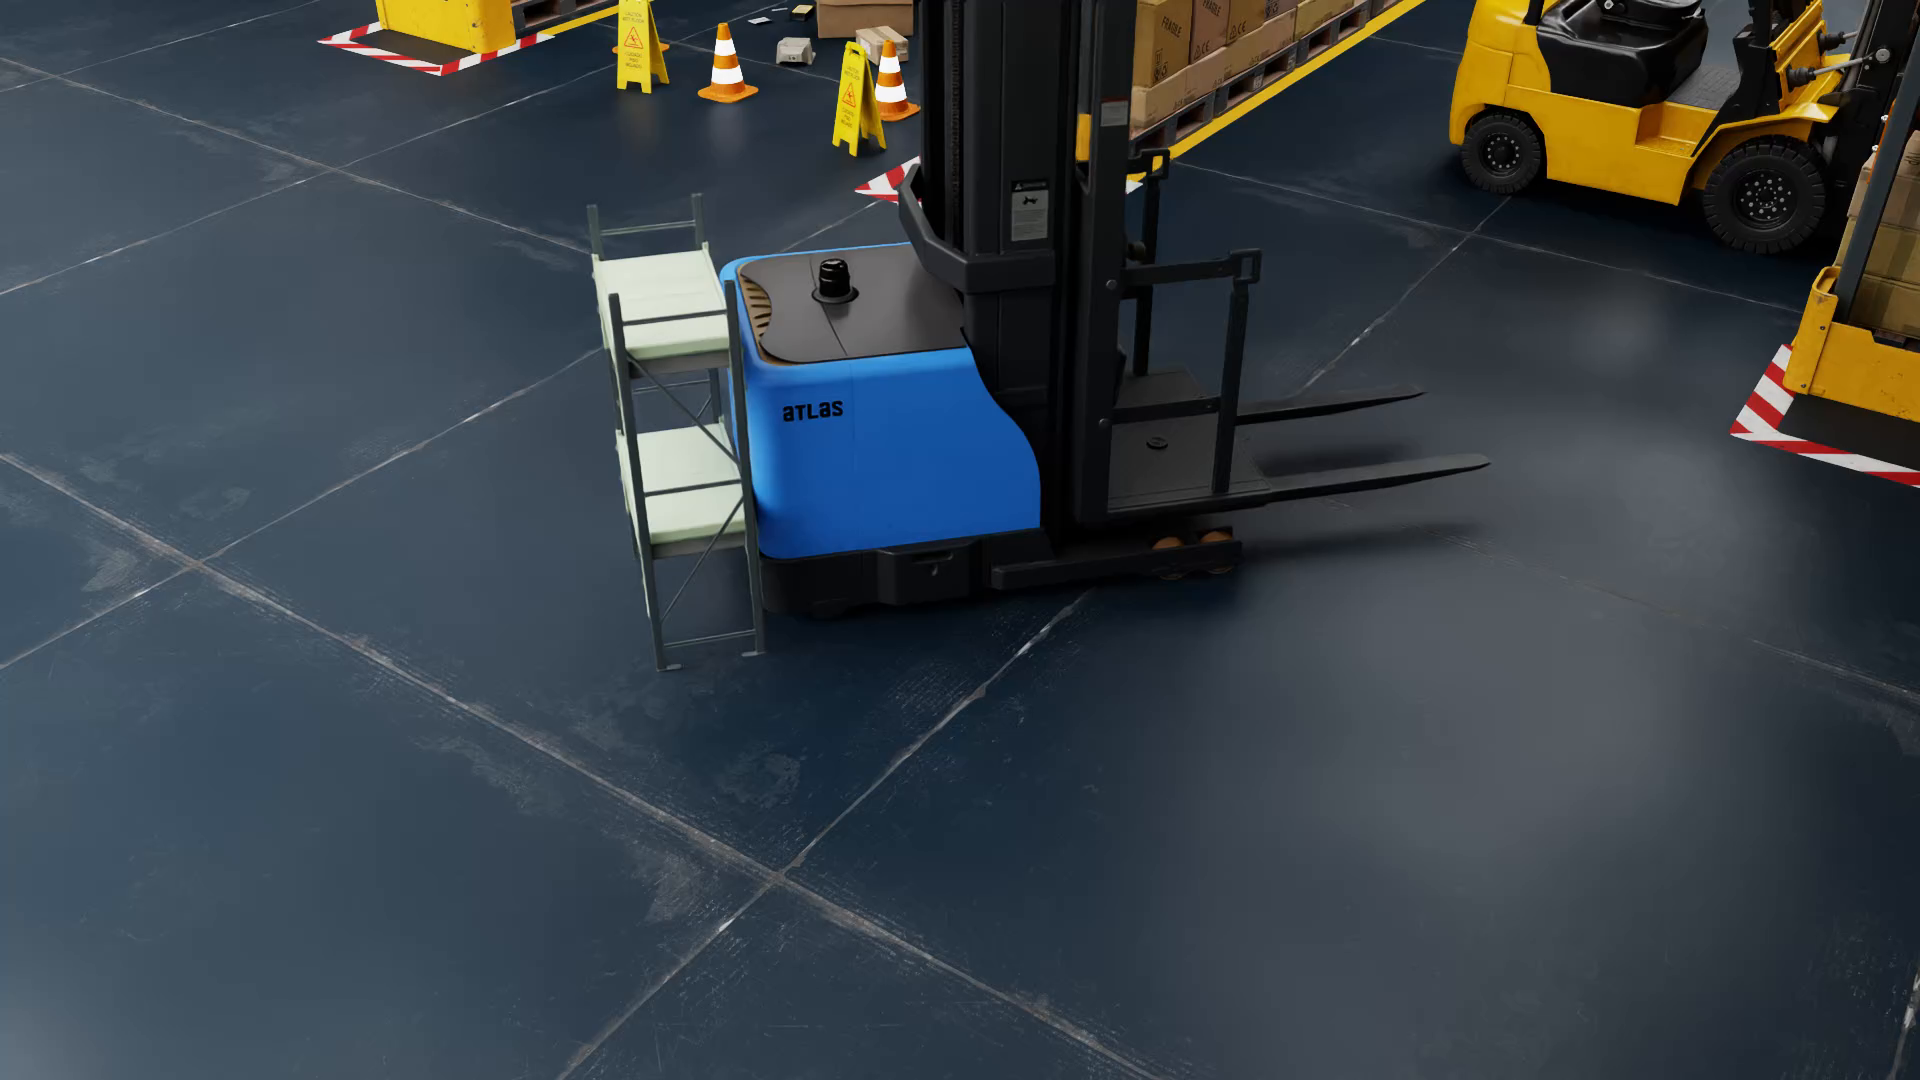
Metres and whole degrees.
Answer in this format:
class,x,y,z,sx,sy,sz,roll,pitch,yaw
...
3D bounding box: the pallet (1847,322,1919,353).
class,x,y,z,sx,sy,sz,roll,pitch,yaw
pallet,4.841,-1.073,8.148,1.003,0.211,1.213,21,39,28

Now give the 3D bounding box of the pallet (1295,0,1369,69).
class,x,y,z,sx,sy,sz,roll,pitch,yaw
pallet,2.286,-3.812,12.198,1.003,0.211,1.213,21,39,28

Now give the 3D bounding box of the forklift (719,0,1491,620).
class,x,y,z,sx,sy,sz,roll,pitch,yaw
forklift,0.629,-1.339,6.114,3.031,2.935,1.130,-7,35,-11

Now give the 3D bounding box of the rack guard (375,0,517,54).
class,x,y,z,sx,sy,sz,roll,pitch,yaw
rack guard,-3.778,-3.934,12.122,1.175,0.500,0.348,21,39,28

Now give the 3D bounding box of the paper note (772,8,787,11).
class,x,y,z,sx,sy,sz,roll,pitch,yaw
paper note,-1.384,-4.072,12.763,0.123,0.001,0.032,-15,37,-21

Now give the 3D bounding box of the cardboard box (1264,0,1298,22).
class,x,y,z,sx,sy,sz,roll,pitch,yaw
cardboard box,1.945,-3.805,11.109,0.500,0.500,0.500,24,41,31

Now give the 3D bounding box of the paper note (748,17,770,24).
class,x,y,z,sx,sy,sz,roll,pitch,yaw
paper note,-1.499,-3.910,12.507,0.142,0.017,0.144,-22,40,-29

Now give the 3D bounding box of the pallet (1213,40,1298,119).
class,x,y,z,sx,sy,sz,roll,pitch,yaw
pallet,1.591,-3.248,11.364,1.003,0.211,1.213,21,39,28

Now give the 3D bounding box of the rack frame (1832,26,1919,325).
class,x,y,z,sx,sy,sz,roll,pitch,yaw
rack frame,4.440,-1.863,6.827,1.000,3.000,0.127,21,39,28

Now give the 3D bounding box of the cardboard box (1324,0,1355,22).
class,x,y,z,sx,sy,sz,roll,pitch,yaw
cardboard box,2.524,-3.964,12.014,0.500,0.250,0.500,23,40,30

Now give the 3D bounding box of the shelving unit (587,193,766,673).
class,x,y,z,sx,sy,sz,roll,pitch,yaw
shelving unit,-1.008,-0.372,5.962,0.431,1.500,0.755,-9,35,-13

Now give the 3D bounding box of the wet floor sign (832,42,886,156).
class,x,y,z,sx,sy,sz,roll,pitch,yaw
wet floor sign,-0.628,-2.725,10.204,0.232,0.644,0.267,-22,40,-29

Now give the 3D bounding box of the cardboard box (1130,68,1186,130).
class,x,y,z,sx,sy,sz,roll,pitch,yaw
cardboard box,1.047,-2.764,10.239,0.500,0.250,0.500,21,39,28

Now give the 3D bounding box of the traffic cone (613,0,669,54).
class,x,y,z,sx,sy,sz,roll,pitch,yaw
traffic cone,-2.295,-3.721,11.839,0.336,0.463,0.334,21,39,28

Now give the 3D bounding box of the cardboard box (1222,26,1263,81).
class,x,y,z,sx,sy,sz,roll,pitch,yaw
cardboard box,1.645,-3.252,10.960,0.500,0.250,0.500,24,41,31

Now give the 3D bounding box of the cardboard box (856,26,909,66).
class,x,y,z,sx,sy,sz,roll,pitch,yaw
cardboard box,-0.553,-3.513,11.813,0.250,0.149,0.380,-15,37,-21

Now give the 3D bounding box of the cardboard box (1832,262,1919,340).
class,x,y,z,sx,sy,sz,roll,pitch,yaw
cardboard box,4.448,-1.215,7.948,0.500,0.250,0.500,22,40,28

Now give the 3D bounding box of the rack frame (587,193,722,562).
class,x,y,z,sx,sy,sz,roll,pitch,yaw
rack frame,-1.106,-0.570,6.254,0.400,1.500,0.023,-9,35,-13

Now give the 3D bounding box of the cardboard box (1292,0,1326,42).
class,x,y,z,sx,sy,sz,roll,pitch,yaw
cardboard box,2.229,-3.716,11.647,0.500,0.250,0.500,20,39,27

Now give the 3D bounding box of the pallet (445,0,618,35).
class,x,y,z,sx,sy,sz,roll,pitch,yaw
pallet,-3.373,-4.219,12.800,1.003,0.211,1.213,21,39,28

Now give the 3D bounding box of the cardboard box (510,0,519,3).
class,x,y,z,sx,sy,sz,roll,pitch,yaw
cardboard box,-3.432,-4.608,12.408,0.875,0.875,0.875,21,40,28

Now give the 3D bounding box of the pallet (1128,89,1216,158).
class,x,y,z,sx,sy,sz,roll,pitch,yaw
pallet,0.895,-2.689,10.537,1.003,0.211,1.213,21,39,28

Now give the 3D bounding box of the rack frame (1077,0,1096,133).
class,x,y,z,sx,sy,sz,roll,pitch,yaw
rack frame,0.360,-3.446,9.168,1.000,3.000,0.127,21,39,28

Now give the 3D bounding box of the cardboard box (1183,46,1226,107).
class,x,y,z,sx,sy,sz,roll,pitch,yaw
cardboard box,1.344,-2.997,10.583,0.500,0.250,0.500,23,40,30

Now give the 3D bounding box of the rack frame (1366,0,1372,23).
class,x,y,z,sx,sy,sz,roll,pitch,yaw
rack frame,2.640,-5.287,11.891,1.000,3.000,0.127,21,39,28

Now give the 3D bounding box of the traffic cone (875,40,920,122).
class,x,y,z,sx,sy,sz,roll,pitch,yaw
traffic cone,-0.455,-3.005,10.781,0.336,0.463,0.334,21,39,28

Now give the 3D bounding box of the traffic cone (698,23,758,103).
class,x,y,z,sx,sy,sz,roll,pitch,yaw
traffic cone,-1.561,-3.203,11.074,0.336,0.463,0.334,21,39,28

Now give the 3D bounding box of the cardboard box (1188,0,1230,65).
class,x,y,z,sx,sy,sz,roll,pitch,yaw
cardboard box,1.354,-3.328,10.404,0.500,0.500,0.500,20,39,27

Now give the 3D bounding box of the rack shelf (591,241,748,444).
class,x,y,z,sx,sy,sz,roll,pitch,yaw
rack shelf,-1.008,-0.696,5.743,0.431,0.370,0.720,-9,35,-13

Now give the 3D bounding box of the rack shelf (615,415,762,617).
class,x,y,z,sx,sy,sz,roll,pitch,yaw
rack shelf,-1.008,-0.102,6.144,0.431,0.370,0.720,-9,35,-13

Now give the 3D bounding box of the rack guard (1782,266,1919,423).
class,x,y,z,sx,sy,sz,roll,pitch,yaw
rack guard,4.426,-0.816,7.510,1.175,0.500,0.348,21,39,28

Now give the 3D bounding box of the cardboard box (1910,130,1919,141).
class,x,y,z,sx,sy,sz,roll,pitch,yaw
cardboard box,4.732,-1.860,8.010,0.500,0.250,0.500,22,40,29

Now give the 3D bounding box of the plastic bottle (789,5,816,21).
class,x,y,z,sx,sy,sz,roll,pitch,yaw
plastic bottle,-1.189,-4.013,12.630,0.133,0.061,0.283,8,35,12

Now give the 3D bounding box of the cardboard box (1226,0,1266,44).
class,x,y,z,sx,sy,sz,roll,pitch,yaw
cardboard box,1.647,-3.556,10.741,0.500,0.500,0.500,22,40,29

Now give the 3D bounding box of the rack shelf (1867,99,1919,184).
class,x,y,z,sx,sy,sz,roll,pitch,yaw
rack shelf,5.580,-2.485,8.389,1.077,0.370,4.000,21,39,28

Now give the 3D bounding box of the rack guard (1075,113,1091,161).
class,x,y,z,sx,sy,sz,roll,pitch,yaw
rack guard,0.403,-2.446,9.920,1.175,0.500,0.348,21,39,28

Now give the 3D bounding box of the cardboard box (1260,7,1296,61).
class,x,y,z,sx,sy,sz,roll,pitch,yaw
cardboard box,1.935,-3.483,11.303,0.500,0.250,0.500,22,40,29

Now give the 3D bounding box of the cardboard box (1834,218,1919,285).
class,x,y,z,sx,sy,sz,roll,pitch,yaw
cardboard box,4.460,-1.428,7.818,0.500,0.250,0.500,21,39,28

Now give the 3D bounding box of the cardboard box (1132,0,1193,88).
class,x,y,z,sx,sy,sz,roll,pitch,yaw
cardboard box,1.060,-3.086,10.046,0.500,0.500,0.500,20,39,27

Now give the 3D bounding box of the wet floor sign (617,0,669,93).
class,x,y,z,sx,sy,sz,roll,pitch,yaw
wet floor sign,-2.154,-3.360,11.142,0.267,0.644,0.232,14,37,20

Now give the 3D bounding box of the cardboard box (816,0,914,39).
class,x,y,z,sx,sy,sz,roll,pitch,yaw
cardboard box,-0.719,-4.029,12.259,0.797,0.503,0.637,-3,34,-4

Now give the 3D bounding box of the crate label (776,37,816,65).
class,x,y,z,sx,sy,sz,roll,pitch,yaw
crate label,-1.163,-3.450,11.729,0.250,0.136,0.298,3,34,4

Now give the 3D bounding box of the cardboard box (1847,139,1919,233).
class,x,y,z,sx,sy,sz,roll,pitch,yaw
cardboard box,4.446,-1.623,7.660,0.500,0.250,0.500,23,40,30

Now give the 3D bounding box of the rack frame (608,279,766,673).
class,x,y,z,sx,sy,sz,roll,pitch,yaw
rack frame,-0.909,-0.175,5.670,0.400,1.500,0.023,-9,35,-13

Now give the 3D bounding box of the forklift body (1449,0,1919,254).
class,x,y,z,sx,sy,sz,roll,pitch,yaw
forklift body,4.022,-2.966,9.216,2.313,2.155,1.214,21,39,28

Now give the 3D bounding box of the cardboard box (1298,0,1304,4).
class,x,y,z,sx,sy,sz,roll,pitch,yaw
cardboard box,2.235,-4.040,11.457,0.500,0.500,0.500,22,40,29

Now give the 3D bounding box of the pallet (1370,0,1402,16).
class,x,y,z,sx,sy,sz,roll,pitch,yaw
pallet,3.083,-4.491,13.202,1.003,0.211,1.213,21,39,28
